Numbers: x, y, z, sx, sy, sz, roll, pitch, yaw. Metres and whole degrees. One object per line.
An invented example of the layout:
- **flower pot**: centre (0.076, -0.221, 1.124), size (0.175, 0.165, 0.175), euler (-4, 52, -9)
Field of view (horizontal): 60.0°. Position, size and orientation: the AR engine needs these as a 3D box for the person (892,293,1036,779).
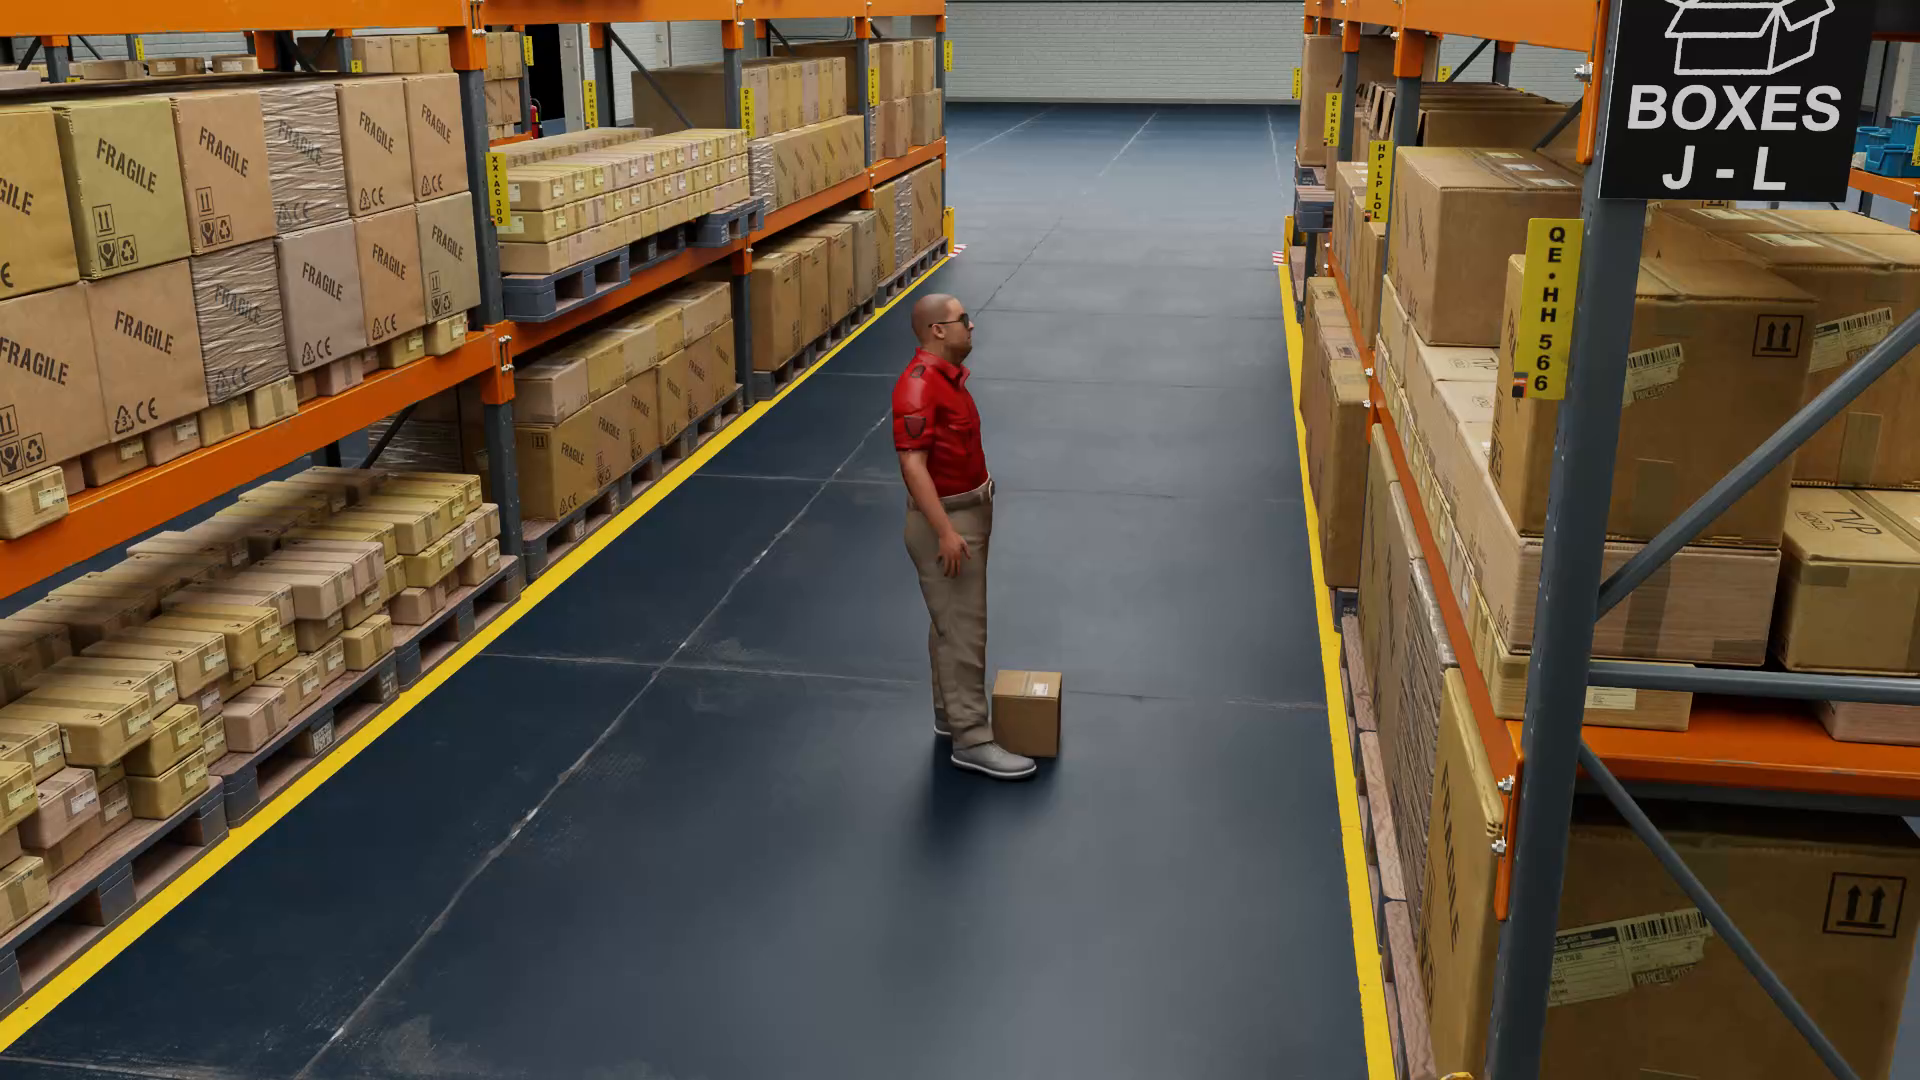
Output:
- **person**: centre (0.052, -0.042, 6.183), size (0.551, 1.727, 0.640), euler (3, 18, 9)
